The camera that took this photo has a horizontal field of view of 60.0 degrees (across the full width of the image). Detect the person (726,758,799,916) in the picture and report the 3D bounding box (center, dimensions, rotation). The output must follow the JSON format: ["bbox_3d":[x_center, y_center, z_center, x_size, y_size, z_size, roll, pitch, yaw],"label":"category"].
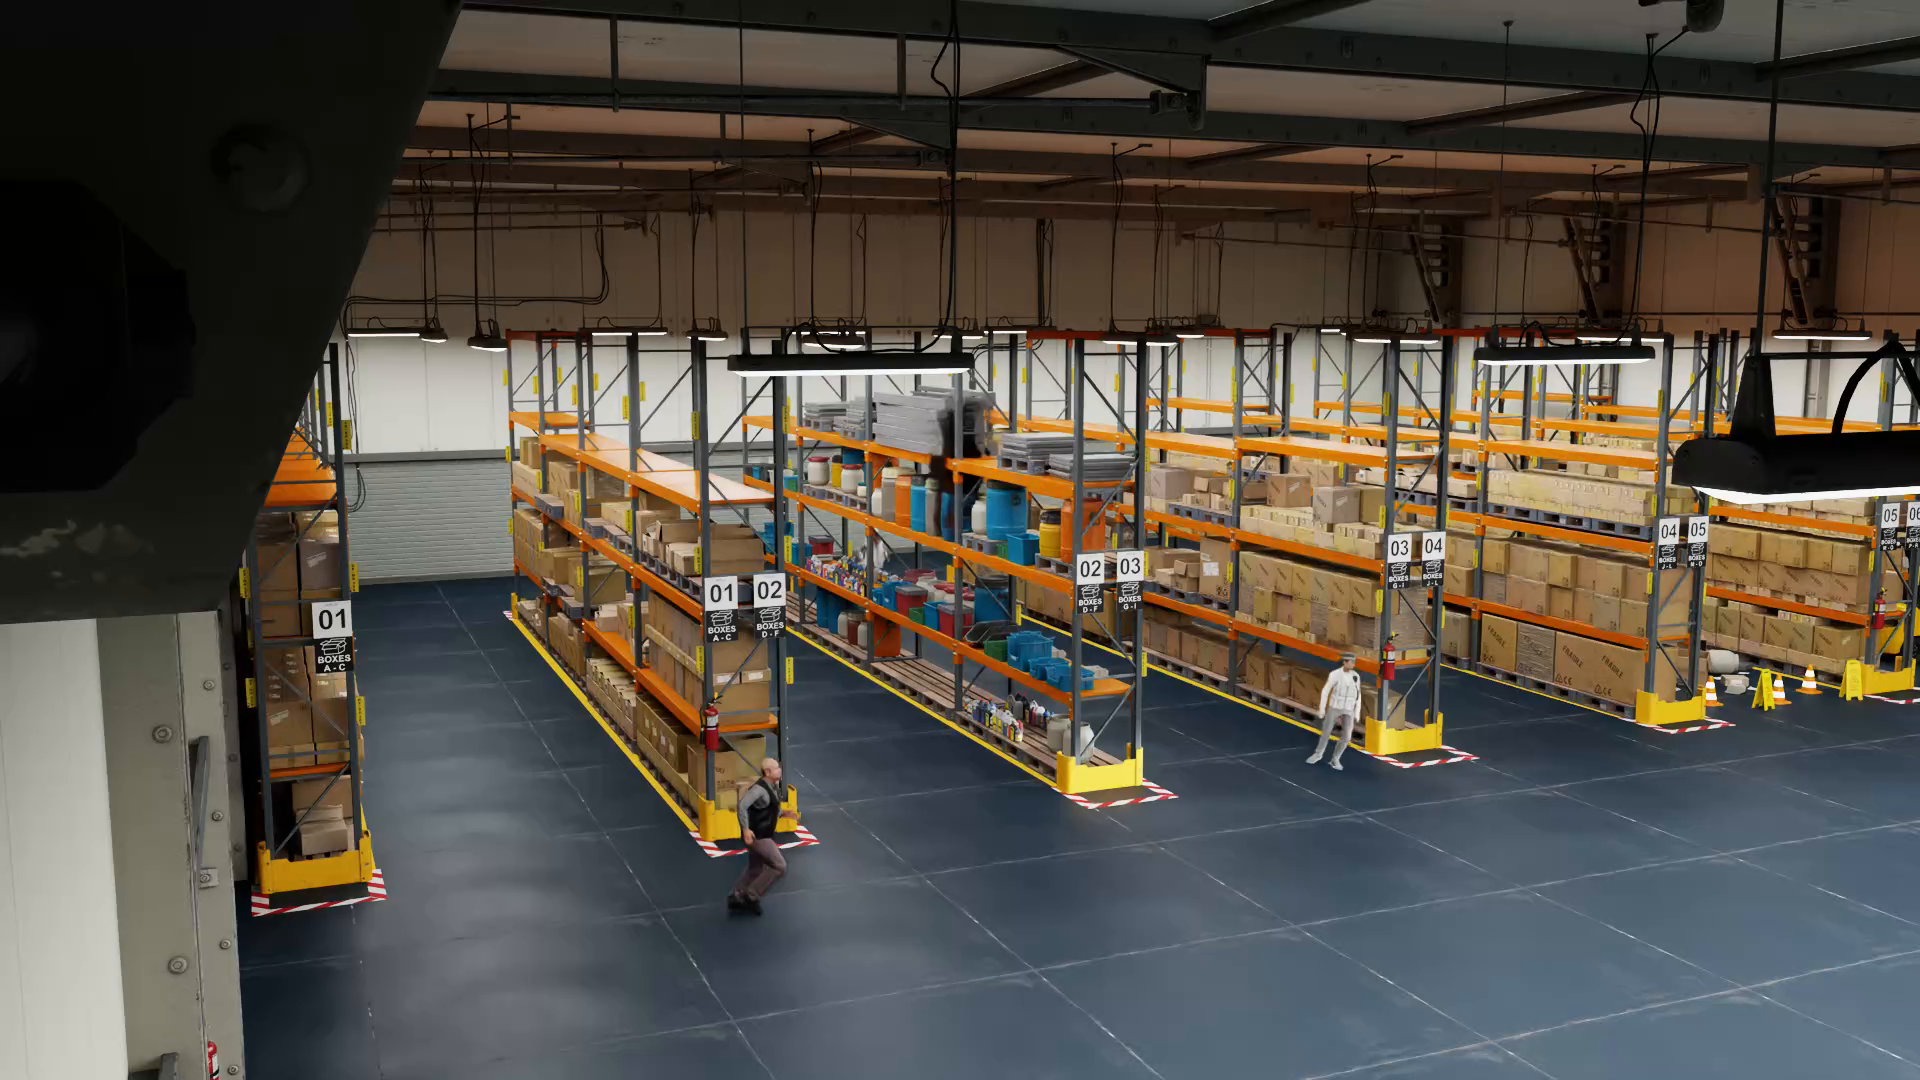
[{"bbox_3d":[-2.091,3.134,17.541,0.777,1.701,0.650,0,8,2],"label":"person"}]

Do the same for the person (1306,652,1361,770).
[{"bbox_3d":[5.248,2.383,23.313,0.703,1.682,0.489,-1,8,-5],"label":"person"}]

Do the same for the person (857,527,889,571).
[{"bbox_3d":[-1.887,0.579,35.954,0.633,1.770,0.936,-5,9,-31],"label":"person"}]
